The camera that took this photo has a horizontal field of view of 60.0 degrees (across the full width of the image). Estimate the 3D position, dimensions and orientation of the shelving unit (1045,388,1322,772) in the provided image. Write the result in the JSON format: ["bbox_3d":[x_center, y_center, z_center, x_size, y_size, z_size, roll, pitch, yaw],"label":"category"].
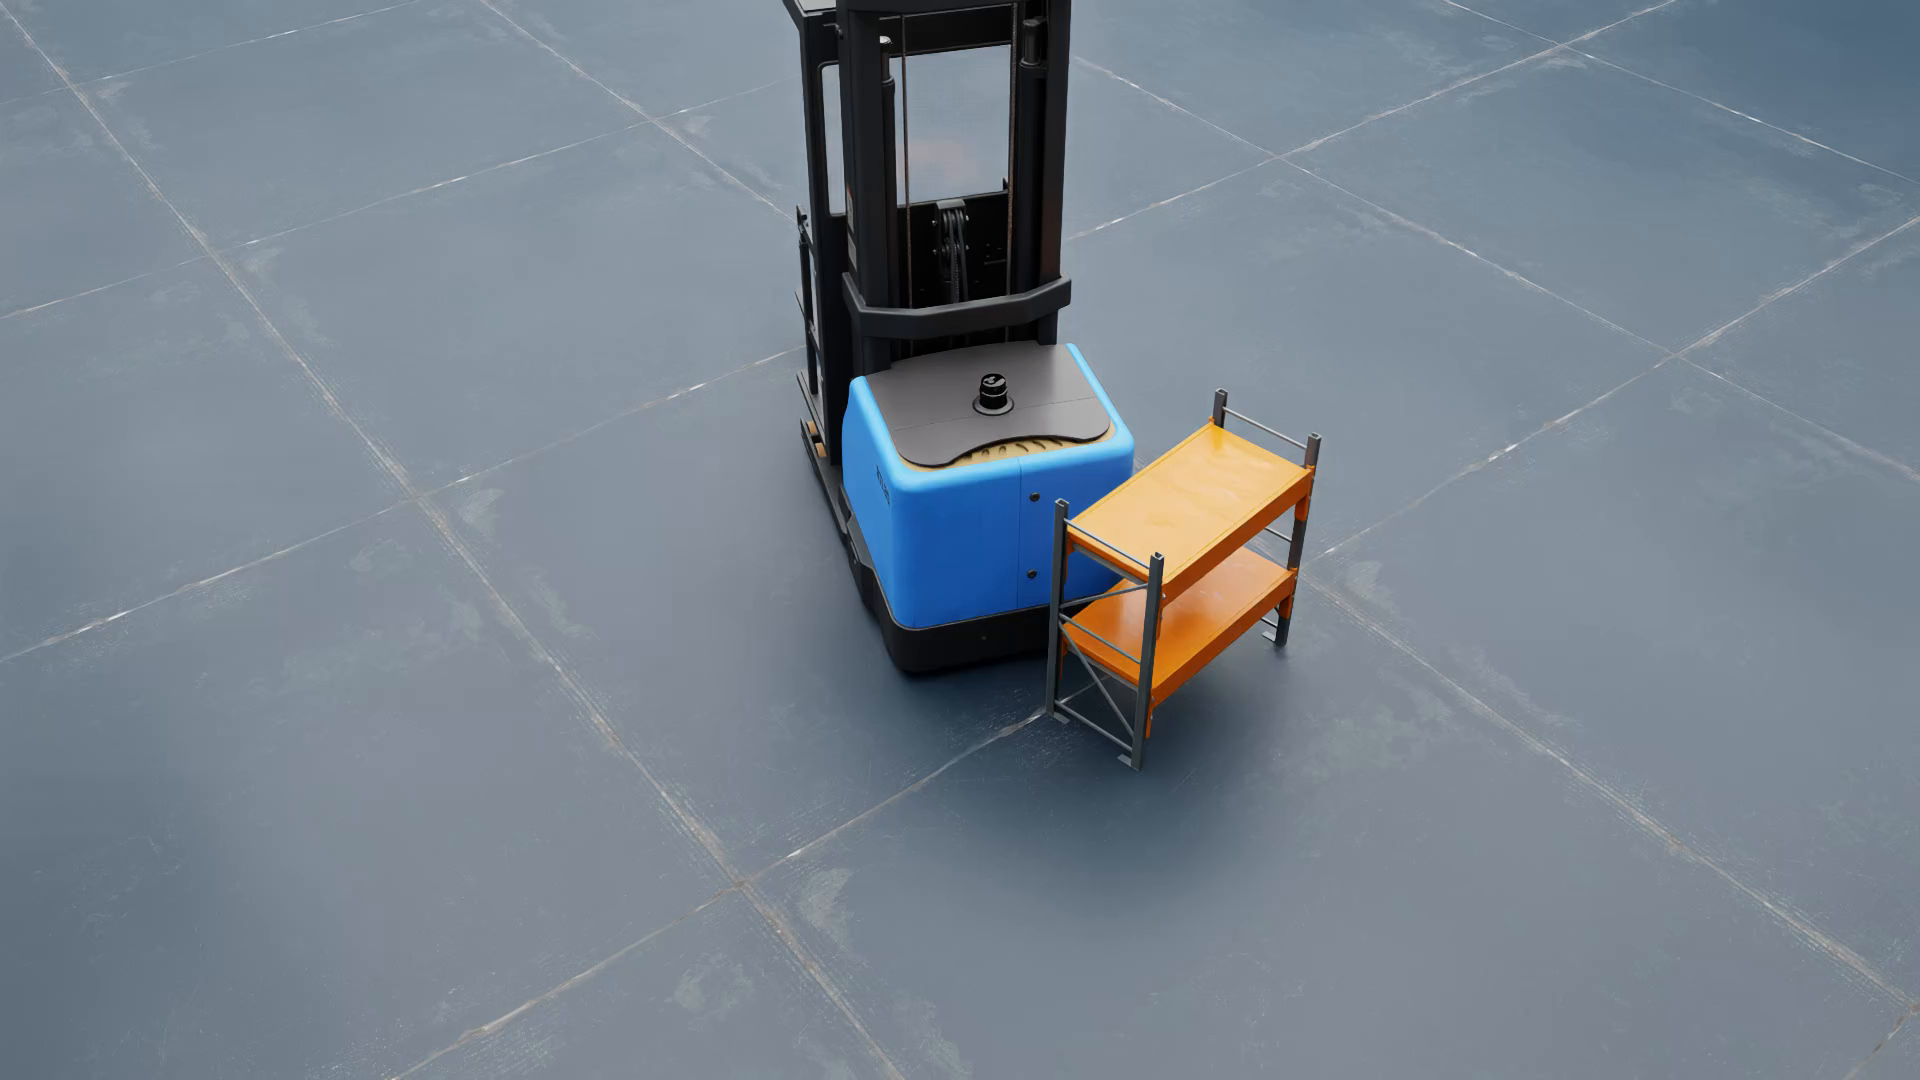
[{"bbox_3d":[0.899,0.156,6.807,0.538,1.125,1.048,31,48,32],"label":"shelving unit"}]

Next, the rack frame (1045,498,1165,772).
[{"bbox_3d":[0.552,0.391,6.519,0.500,1.125,0.032,31,48,32],"label":"rack frame"}]

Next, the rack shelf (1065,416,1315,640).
[{"bbox_3d":[0.899,-0.070,6.621,0.538,0.278,1.000,31,48,32],"label":"rack shelf"}]

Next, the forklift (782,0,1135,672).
[{"bbox_3d":[-0.173,-1.514,7.419,1.130,2.935,3.031,-10,40,-12],"label":"forklift"}]

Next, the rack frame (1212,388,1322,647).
[{"bbox_3d":[1.246,-0.080,7.094,0.500,1.125,0.032,31,48,32],"label":"rack frame"}]

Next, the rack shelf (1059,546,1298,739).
[{"bbox_3d":[0.899,0.345,6.962,0.538,0.278,1.000,31,48,32],"label":"rack shelf"}]
